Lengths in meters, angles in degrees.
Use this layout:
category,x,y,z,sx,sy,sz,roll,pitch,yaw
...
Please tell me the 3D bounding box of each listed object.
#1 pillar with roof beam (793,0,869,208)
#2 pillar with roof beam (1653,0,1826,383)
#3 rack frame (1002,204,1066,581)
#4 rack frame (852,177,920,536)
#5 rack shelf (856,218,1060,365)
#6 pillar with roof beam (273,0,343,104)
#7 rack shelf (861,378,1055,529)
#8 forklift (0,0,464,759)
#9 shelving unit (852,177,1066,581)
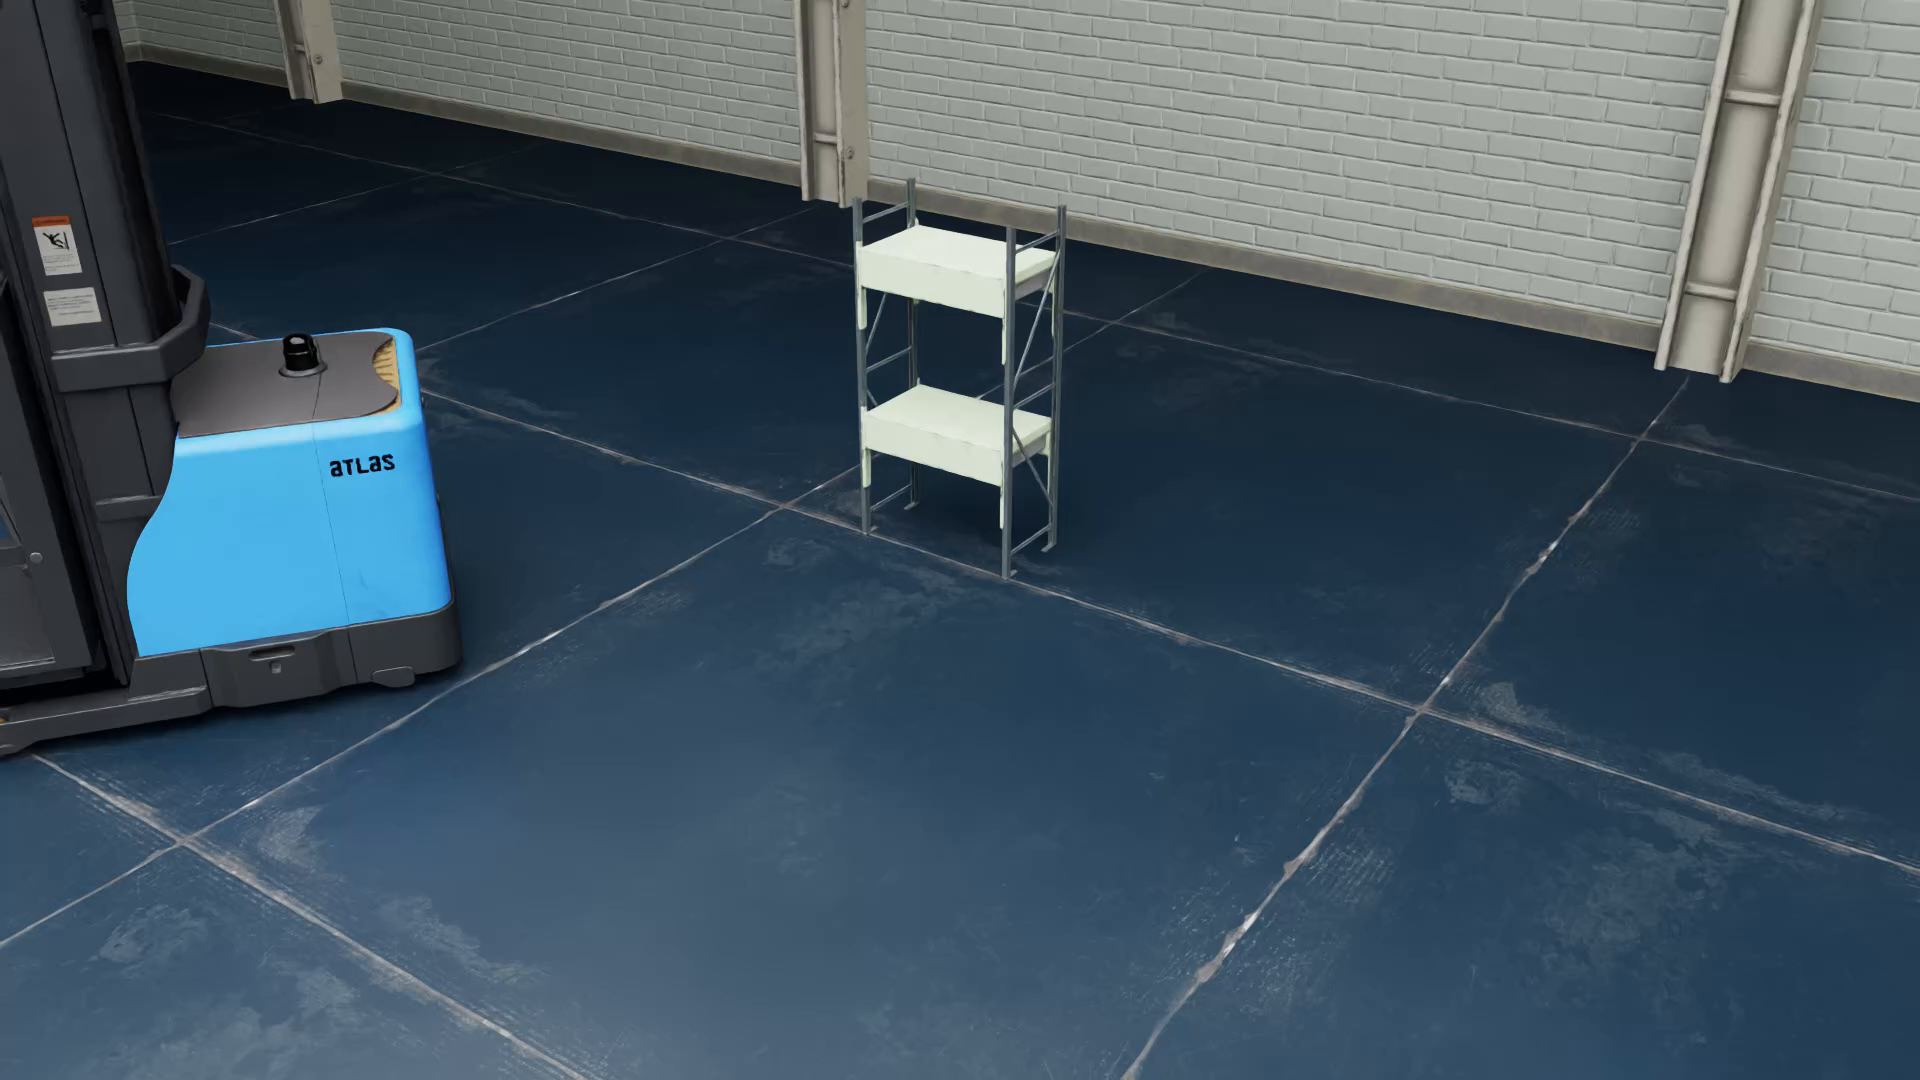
category,x,y,z,sx,sy,sz,roll,pitch,yaw
pillar with roof beam,-3.342,-4.887,6.931,0.400,9.000,9.100,17,32,30
pillar with roof beam,1.604,-3.346,3.903,0.400,9.000,9.100,17,32,30
rack frame,0.296,-0.576,6.729,0.023,1.500,0.400,17,32,30
rack frame,-0.307,-0.764,7.098,0.023,1.500,0.400,17,32,30
rack shelf,-0.006,-1.018,6.736,0.720,0.370,0.431,17,32,30
pillar with roof beam,-8.287,-6.427,9.958,0.400,9.000,9.100,17,32,30
rack shelf,-0.006,-0.380,7.061,0.720,0.370,0.431,17,32,30
forklift,-3.438,-0.777,5.544,3.031,2.935,1.130,-9,28,-17
shelving unit,-0.006,-0.670,6.913,0.755,1.500,0.431,17,32,30
